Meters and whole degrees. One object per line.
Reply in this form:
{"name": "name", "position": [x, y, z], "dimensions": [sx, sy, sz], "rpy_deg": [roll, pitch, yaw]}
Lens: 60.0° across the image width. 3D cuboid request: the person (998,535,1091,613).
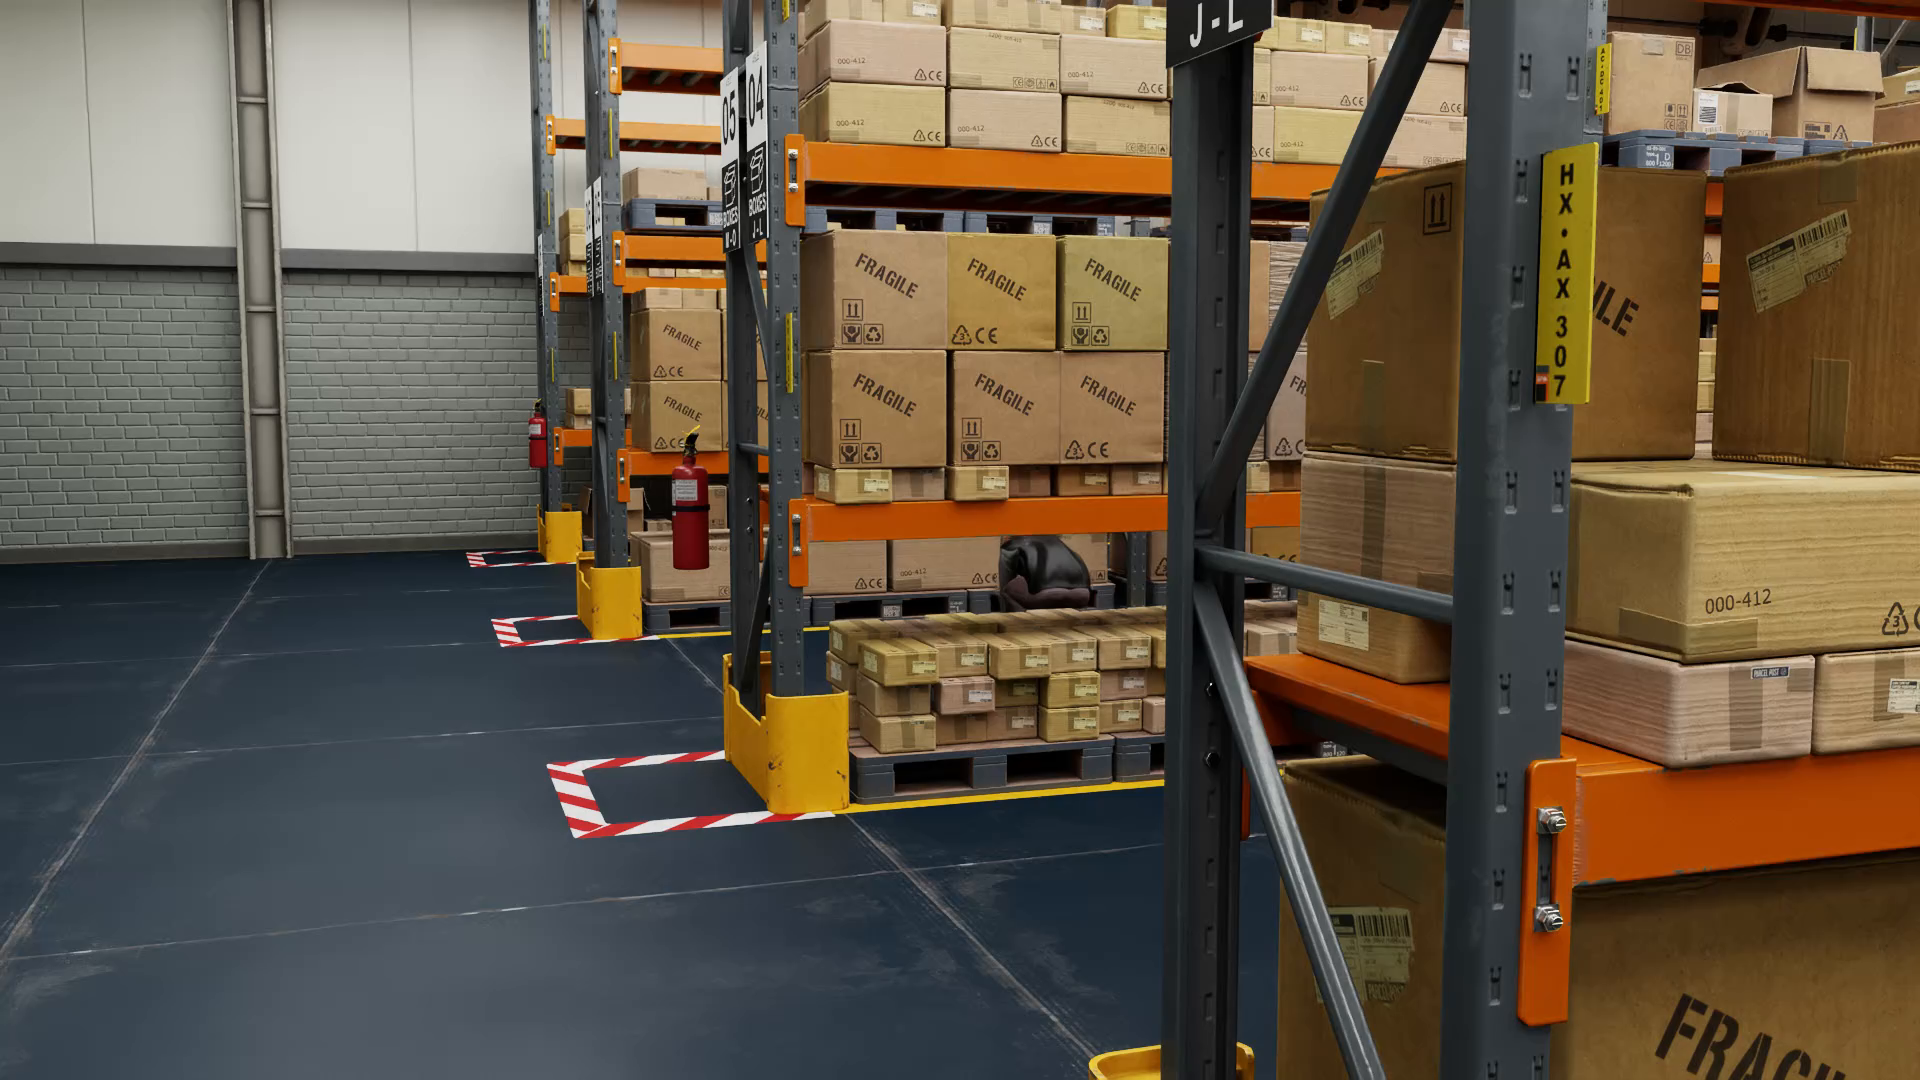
{"name": "person", "position": [0.560, 0.347, 11.509], "dimensions": [0.526, 0.835, 0.893], "rpy_deg": [-2, 6, -19]}
